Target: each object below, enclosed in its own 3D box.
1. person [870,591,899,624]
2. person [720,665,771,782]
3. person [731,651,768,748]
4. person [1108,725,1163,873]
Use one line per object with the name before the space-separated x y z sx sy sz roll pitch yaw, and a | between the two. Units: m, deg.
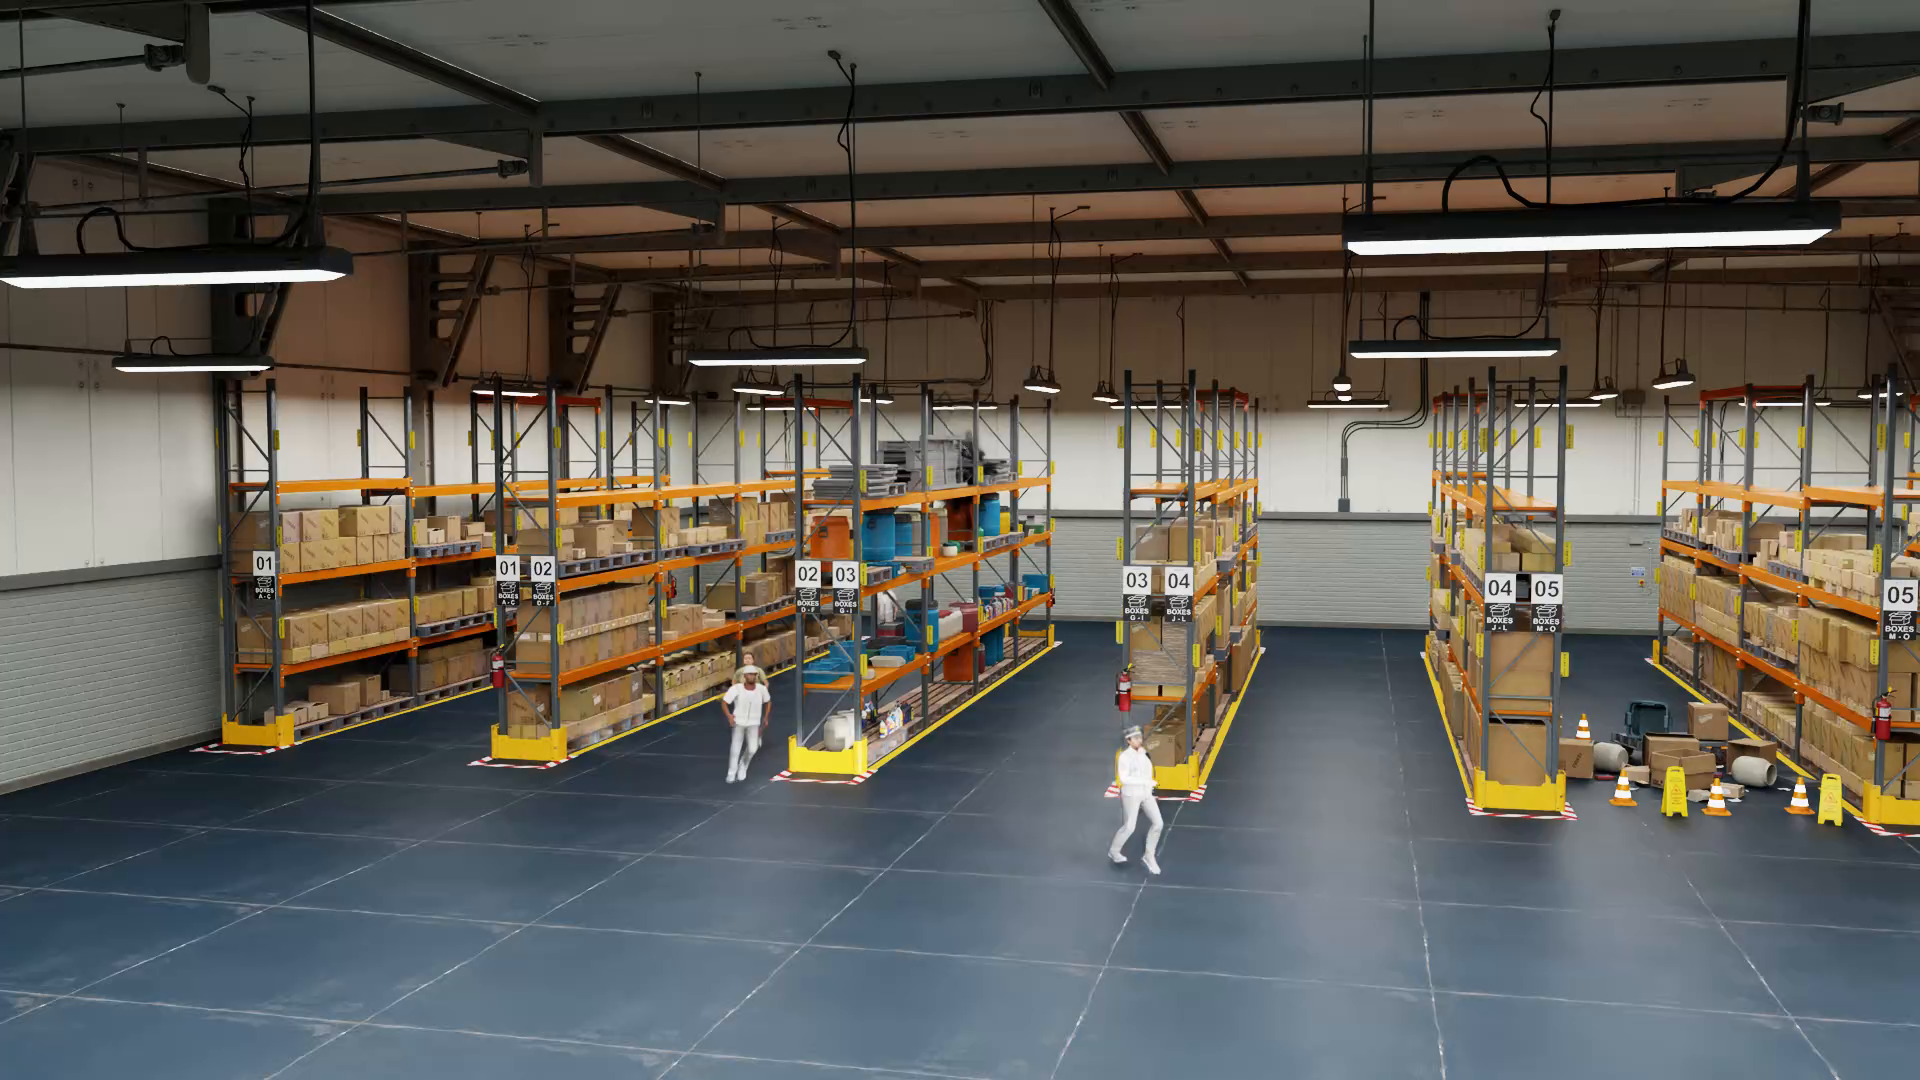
person | -1.758 1.798 38.803 0.664 1.746 0.752 0 3 -2
person | -3.114 2.688 24.293 0.748 1.699 0.567 -1 4 -16
person | -3.375 2.588 26.588 0.596 1.633 0.544 0 3 5
person | 2.063 3.016 19.435 0.618 1.720 0.733 -3 4 -39
